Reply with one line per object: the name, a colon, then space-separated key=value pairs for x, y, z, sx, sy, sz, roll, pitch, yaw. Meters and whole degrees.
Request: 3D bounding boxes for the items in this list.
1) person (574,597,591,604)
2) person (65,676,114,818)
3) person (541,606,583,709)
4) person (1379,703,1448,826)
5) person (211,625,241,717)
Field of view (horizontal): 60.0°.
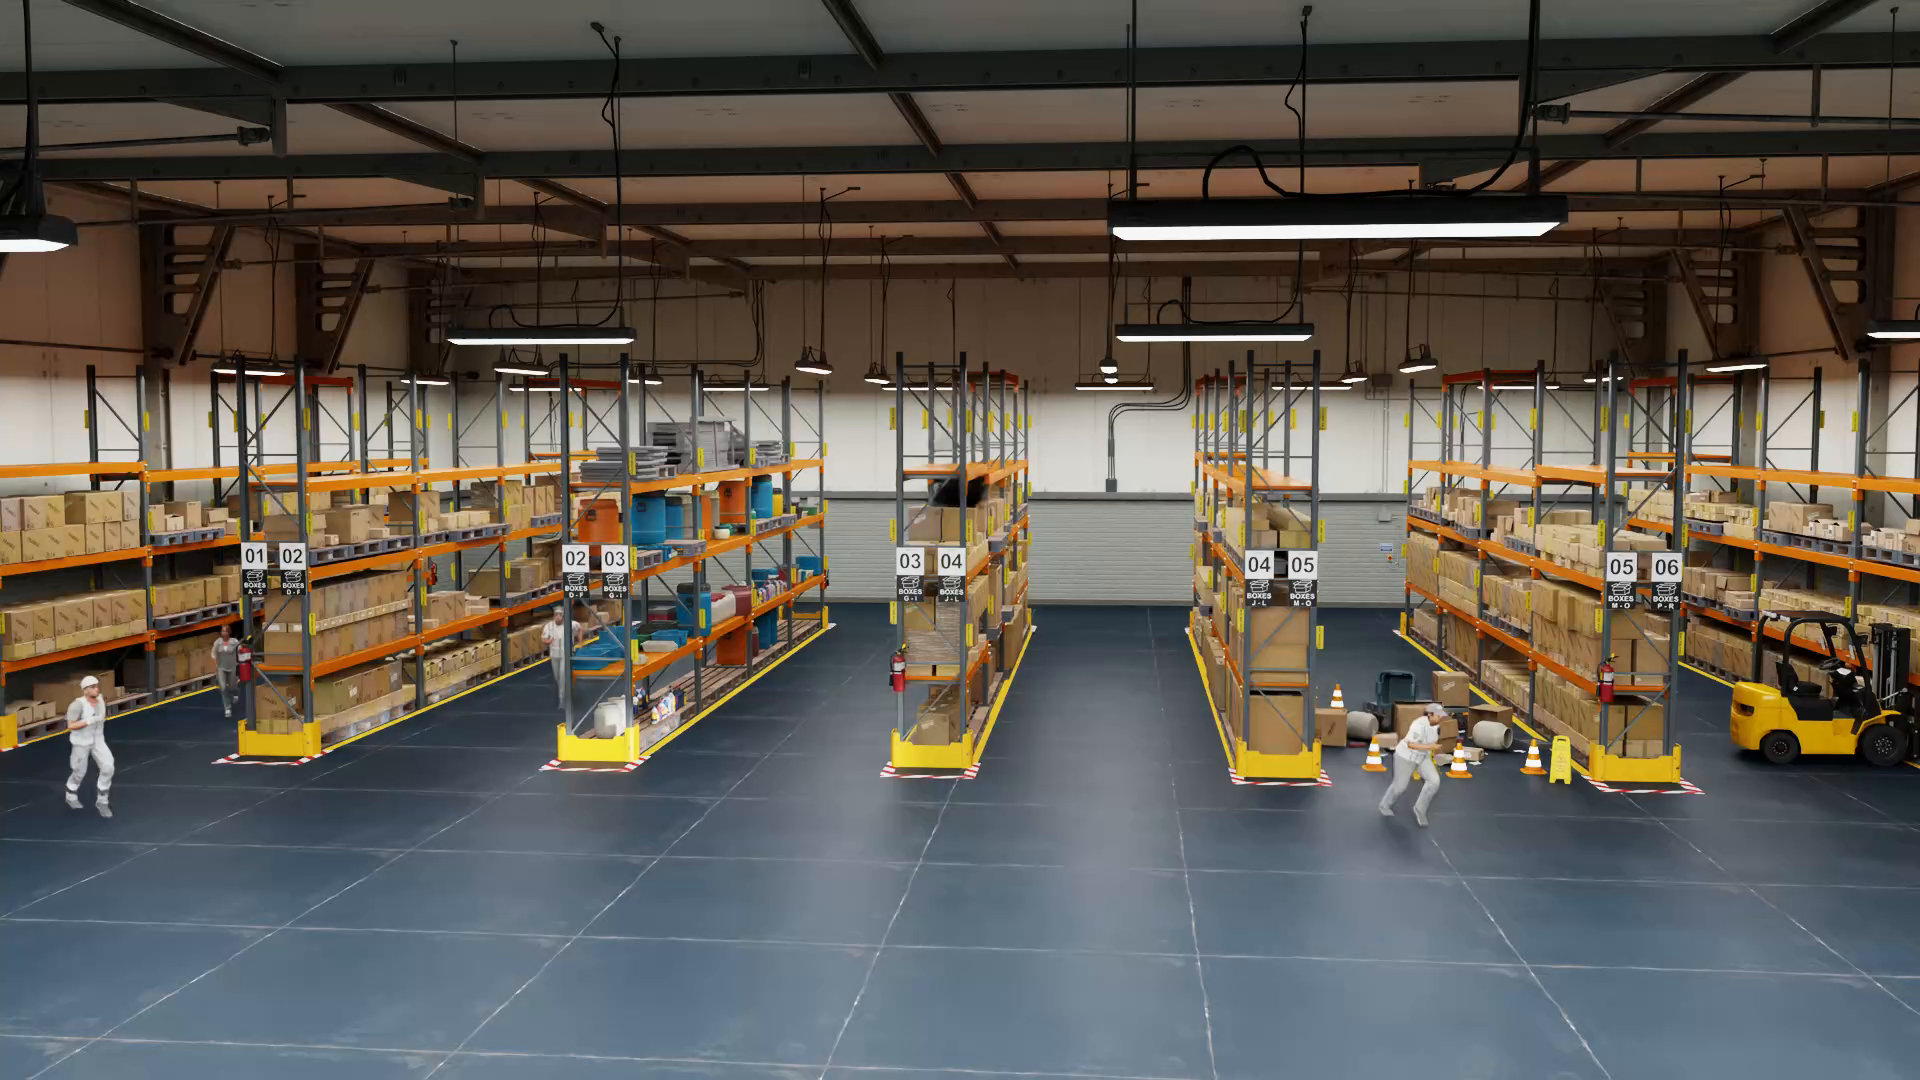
person: x=-9.586 y=1.212 z=42.150 sx=0.725 sy=1.630 sz=0.507 roll=1 pitch=4 yaw=15
person: x=-11.084 y=2.627 z=21.097 sx=0.871 sy=1.842 sz=0.632 roll=2 pitch=5 yaw=29
person: x=-7.009 y=2.054 z=29.283 sx=0.686 sy=1.830 sz=0.876 roll=0 pitch=4 yaw=-4
person: x=5.675 y=2.777 z=20.756 sx=0.644 sy=1.592 sz=0.960 roll=-3 pitch=5 yaw=-37
person: x=-12.529 y=2.228 z=28.451 sx=0.525 sy=1.537 sz=0.681 roll=-1 pitch=4 yaw=-16
